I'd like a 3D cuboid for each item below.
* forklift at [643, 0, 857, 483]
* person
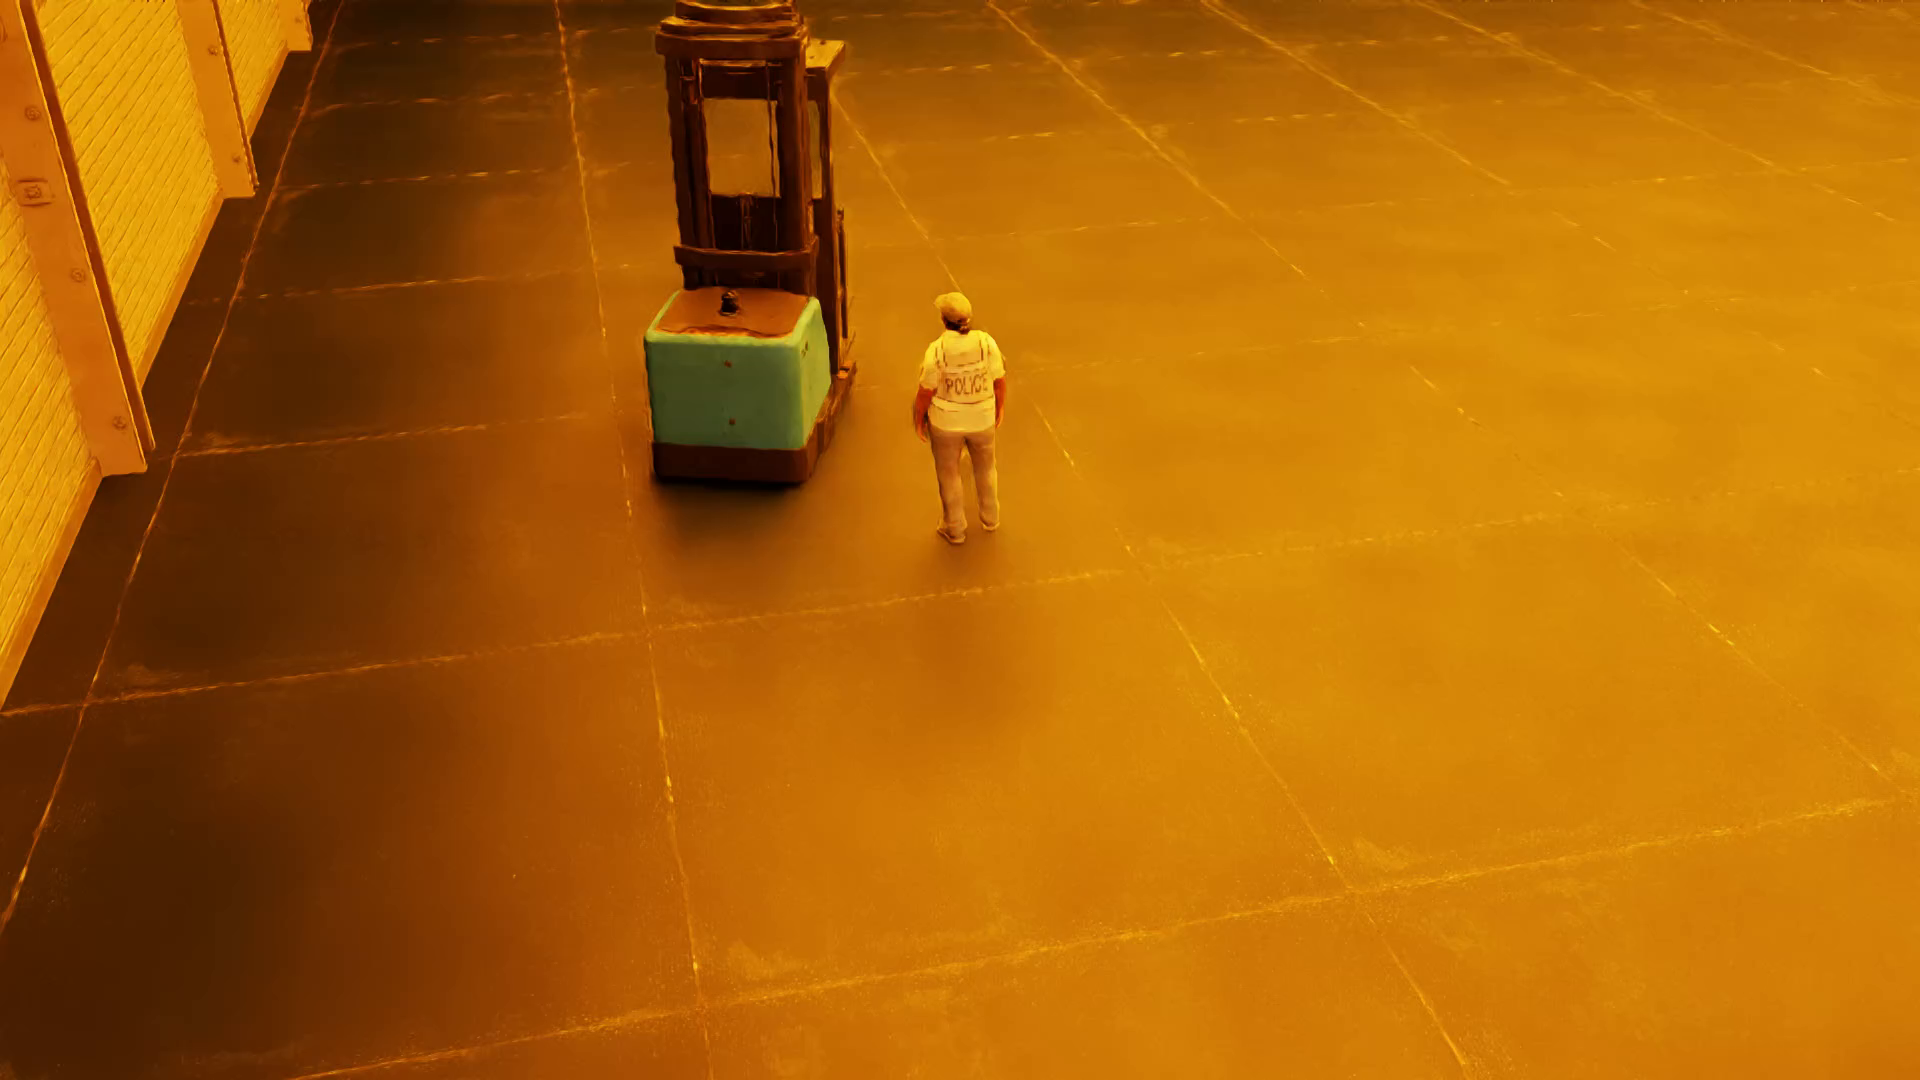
[{"bbox_3d":[-1.374,-2.363,11.657,1.130,2.935,3.031,3,30,6],"label":"forklift"},{"bbox_3d":[0.004,-0.768,10.148,0.598,1.669,0.529,-7,31,-12],"label":"person"}]
